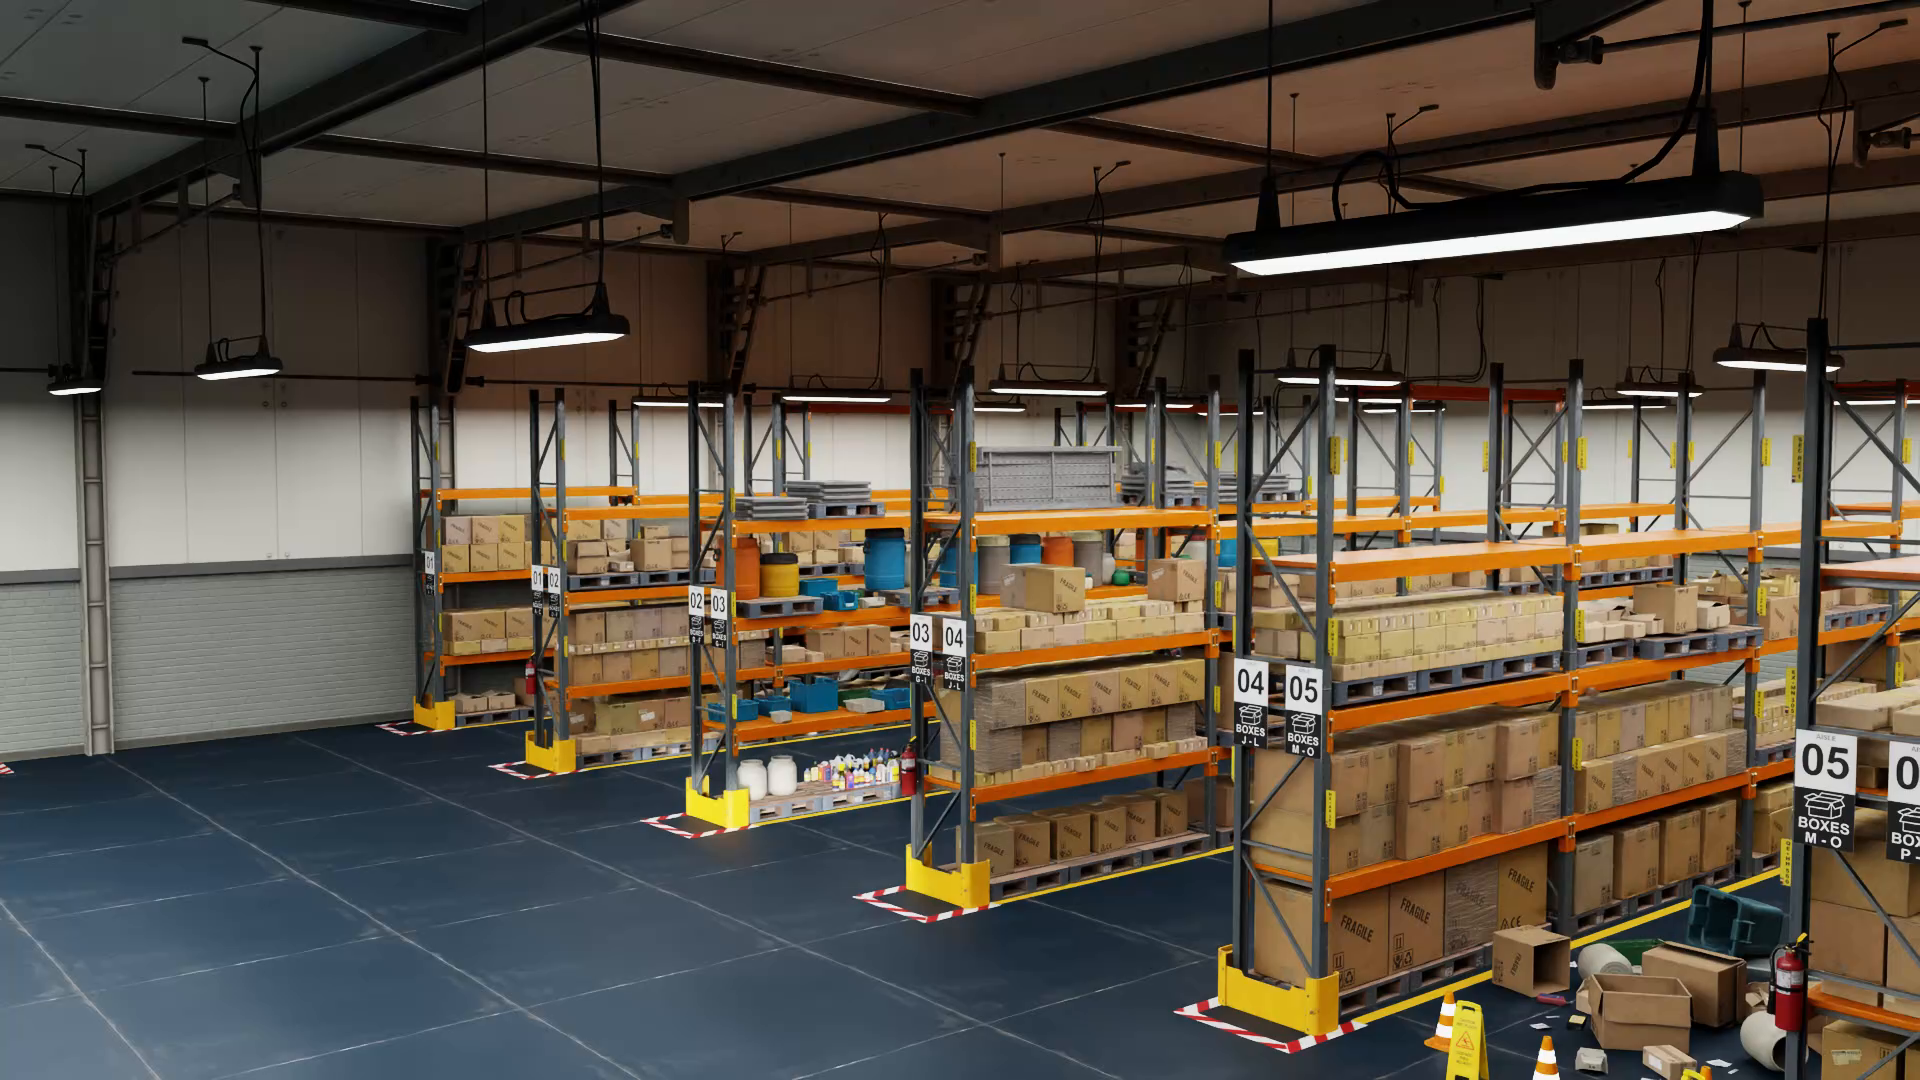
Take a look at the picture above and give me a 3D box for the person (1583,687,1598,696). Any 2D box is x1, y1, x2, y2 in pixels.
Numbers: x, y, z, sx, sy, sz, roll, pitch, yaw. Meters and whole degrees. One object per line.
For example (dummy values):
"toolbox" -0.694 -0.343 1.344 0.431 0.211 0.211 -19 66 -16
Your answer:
"person" 9.153 2.939 24.250 0.460 1.596 0.459 -2 4 -27

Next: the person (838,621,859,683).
"person" -2.326 2.326 33.889 0.456 1.660 0.498 -1 4 -24

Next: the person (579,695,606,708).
"person" -6.525 2.592 29.408 0.568 1.730 0.774 1 4 19
